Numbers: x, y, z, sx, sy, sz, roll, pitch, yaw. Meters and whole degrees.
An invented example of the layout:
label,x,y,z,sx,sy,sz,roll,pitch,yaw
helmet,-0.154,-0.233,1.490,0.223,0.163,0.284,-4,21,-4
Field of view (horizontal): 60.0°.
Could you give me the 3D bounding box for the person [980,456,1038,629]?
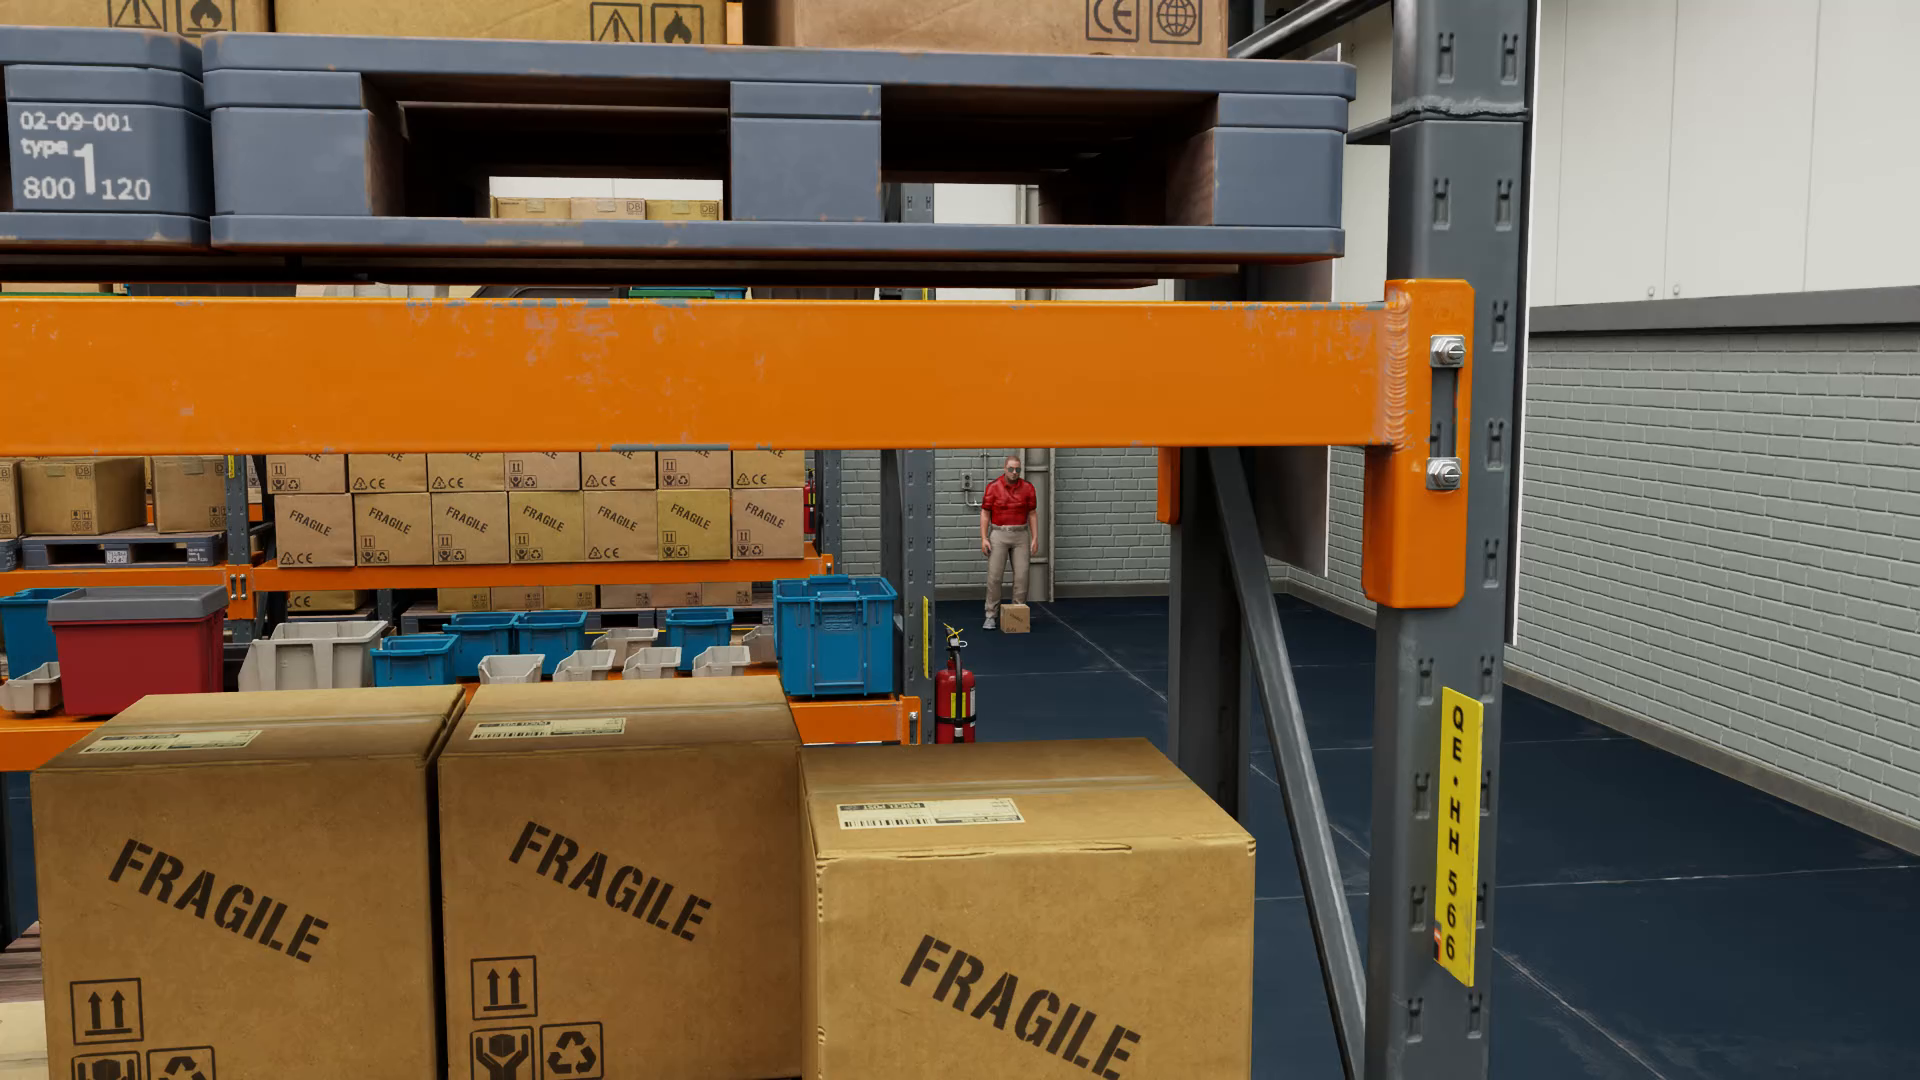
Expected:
label,x,y,z,sx,sy,sz,roll,pitch,yaw
person,0.497,0.017,16.621,0.586,1.727,0.421,-1,7,-8
